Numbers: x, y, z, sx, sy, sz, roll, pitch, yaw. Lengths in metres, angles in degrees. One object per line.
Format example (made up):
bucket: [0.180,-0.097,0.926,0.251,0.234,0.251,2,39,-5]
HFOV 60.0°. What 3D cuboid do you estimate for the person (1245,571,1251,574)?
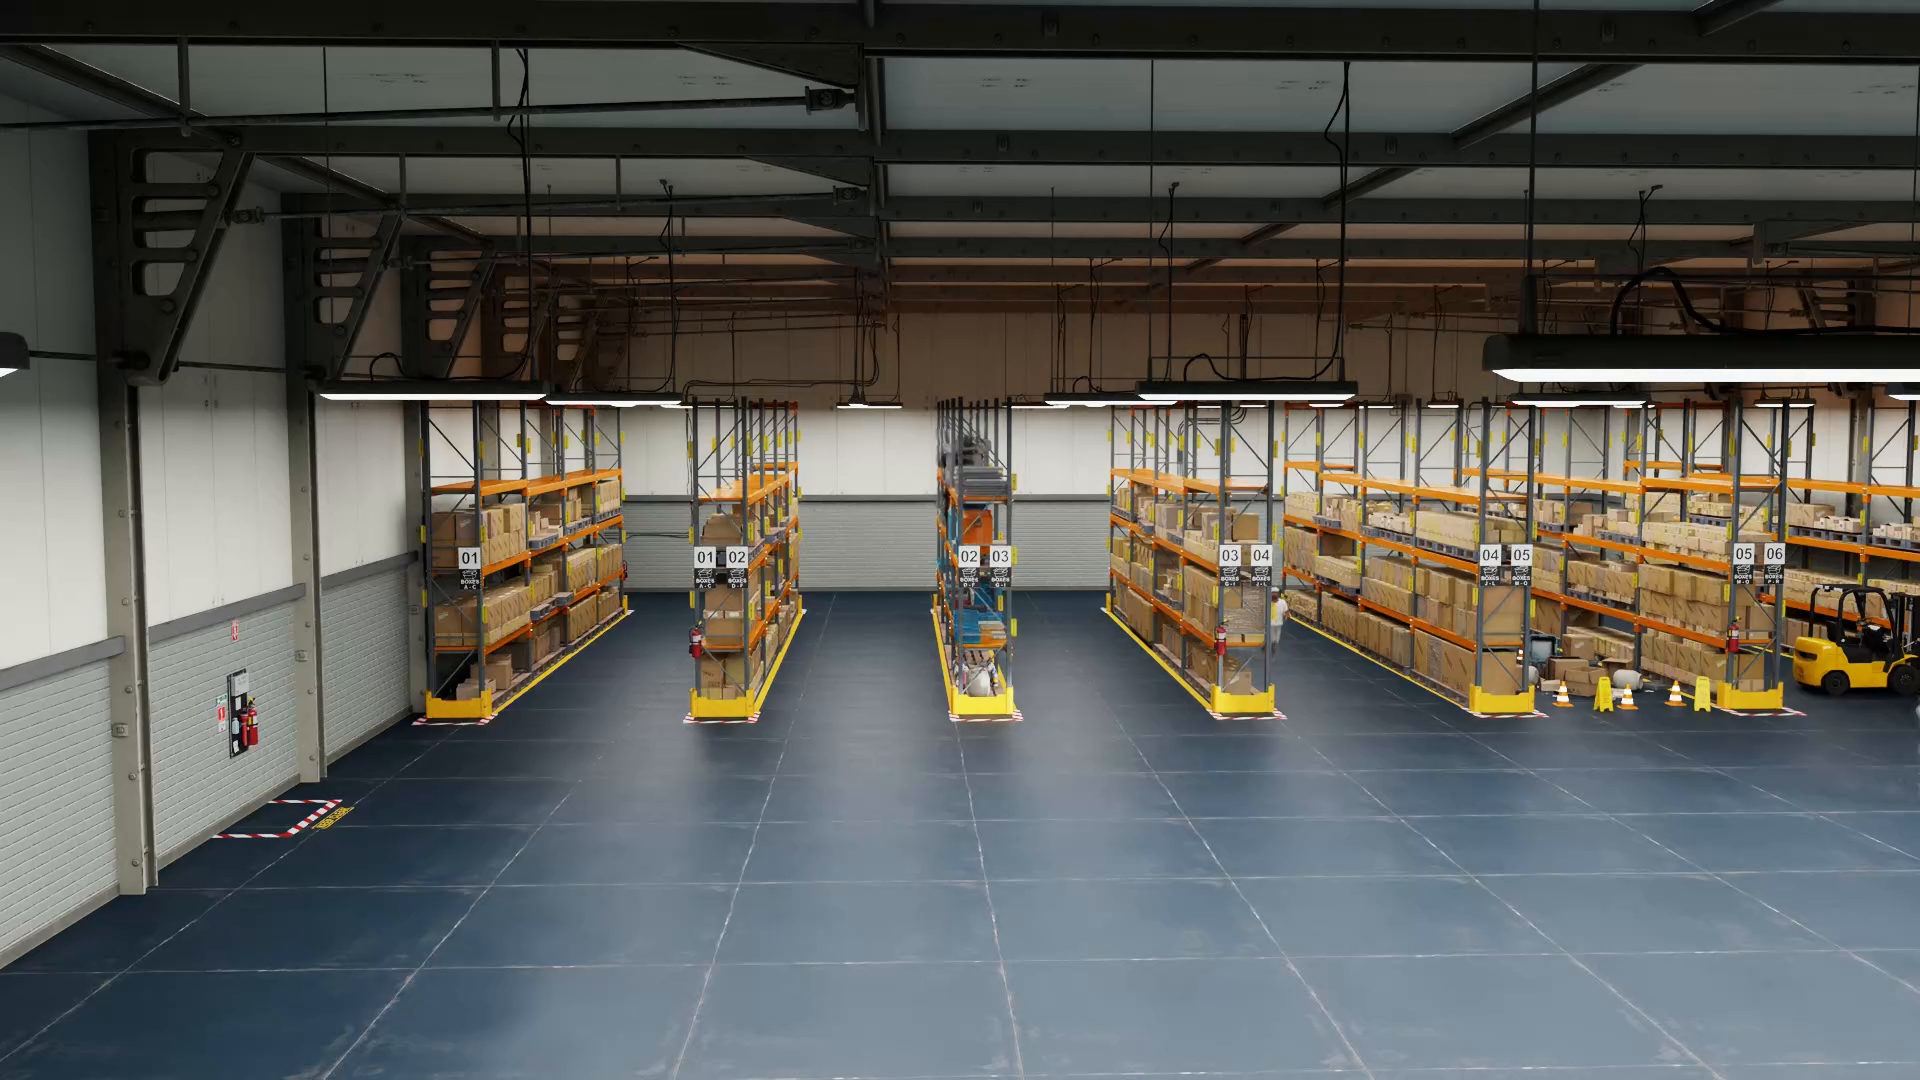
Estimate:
person: [8.024,1.307,46.532,0.684,1.667,0.628,0,4,4]

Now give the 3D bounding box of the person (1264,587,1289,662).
person: [7.142,1.932,37.761,0.689,1.749,0.665,-1,4,-11]
